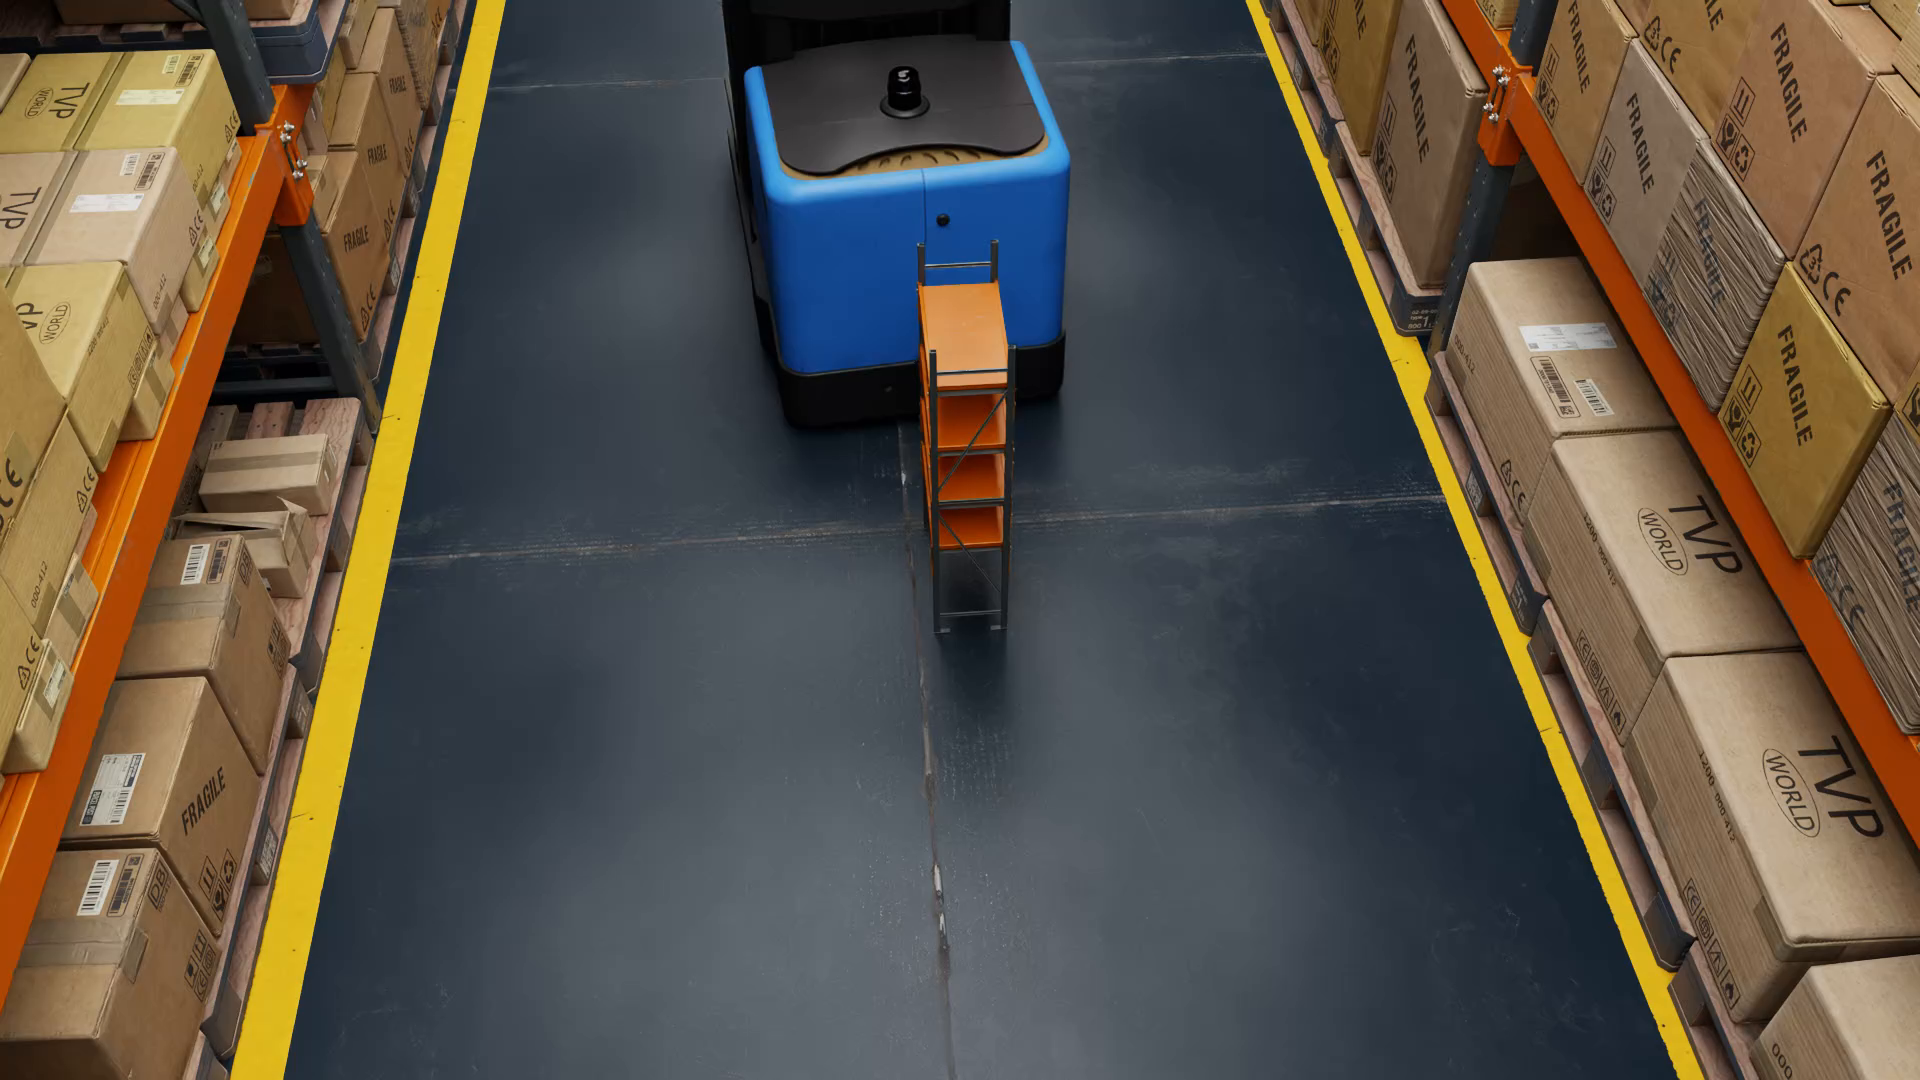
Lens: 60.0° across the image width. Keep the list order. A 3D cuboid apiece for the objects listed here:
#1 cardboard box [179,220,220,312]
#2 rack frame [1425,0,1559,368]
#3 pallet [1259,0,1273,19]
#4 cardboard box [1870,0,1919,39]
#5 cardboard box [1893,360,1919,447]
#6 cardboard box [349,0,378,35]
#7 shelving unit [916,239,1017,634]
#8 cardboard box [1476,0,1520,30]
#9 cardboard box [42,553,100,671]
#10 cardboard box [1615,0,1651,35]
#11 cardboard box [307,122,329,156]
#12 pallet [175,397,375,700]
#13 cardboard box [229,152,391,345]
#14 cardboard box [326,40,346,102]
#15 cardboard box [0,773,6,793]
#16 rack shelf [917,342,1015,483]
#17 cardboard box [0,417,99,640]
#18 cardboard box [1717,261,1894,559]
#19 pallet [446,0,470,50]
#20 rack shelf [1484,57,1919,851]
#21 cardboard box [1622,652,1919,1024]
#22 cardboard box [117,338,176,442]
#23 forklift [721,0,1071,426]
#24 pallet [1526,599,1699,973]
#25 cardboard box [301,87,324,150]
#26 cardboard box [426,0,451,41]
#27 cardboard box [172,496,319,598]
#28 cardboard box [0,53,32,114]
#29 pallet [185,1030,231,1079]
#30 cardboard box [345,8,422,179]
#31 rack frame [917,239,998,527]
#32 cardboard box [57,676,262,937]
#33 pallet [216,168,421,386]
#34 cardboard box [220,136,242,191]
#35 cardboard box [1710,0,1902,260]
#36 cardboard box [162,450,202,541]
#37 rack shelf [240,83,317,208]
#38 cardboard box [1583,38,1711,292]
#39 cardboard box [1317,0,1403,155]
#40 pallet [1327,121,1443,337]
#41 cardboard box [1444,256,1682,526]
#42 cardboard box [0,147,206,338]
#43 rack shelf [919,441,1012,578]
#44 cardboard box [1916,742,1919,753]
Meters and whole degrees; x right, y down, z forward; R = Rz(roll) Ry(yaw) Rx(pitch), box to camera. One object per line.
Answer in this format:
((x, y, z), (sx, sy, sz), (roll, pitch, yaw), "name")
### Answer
((-2.277, -0.753, 4.570), (0.380, 0.149, 0.250), (-2, 47, -2), "cardboard box")
((2.301, -1.732, 5.325), (1.000, 3.000, 0.127), (-3, 47, -3), "rack frame")
((1.958, -3.093, 8.533), (1.003, 0.211, 1.213), (-3, 47, -3), "pallet")
((2.226, -1.168, 3.586), (0.380, 0.149, 0.250), (-4, 47, -3), "cardboard box")
((2.248, -0.285, 3.197), (0.500, 0.500, 0.500), (-4, 47, -4), "cardboard box")
((-2.581, -2.152, 6.708), (0.380, 0.149, 0.250), (-2, 47, -2), "cardboard box")
((0.014, -0.293, 5.201), (0.258, 1.200, 0.503), (-3, 47, -3), "shelving unit")
((2.013, -1.990, 5.672), (0.500, 0.250, 0.500), (-4, 47, -4), "cardboard box")
((-2.164, 0.174, 3.693), (0.380, 0.149, 0.250), (-3, 47, -2), "cardboard box")
((2.100, -1.751, 4.585), (0.500, 0.500, 0.500), (-3, 47, -3), "cardboard box")
((-2.510, -1.407, 6.002), (0.380, 0.149, 0.250), (-5, 47, -4), "cardboard box")
((-2.588, 0.028, 5.578), (1.003, 0.211, 1.213), (-3, 47, -3), "pallet")
((-2.461, -1.076, 6.136), (0.500, 0.500, 0.500), (-2, 47, -2), "cardboard box")
((-2.579, -1.790, 6.365), (0.380, 0.149, 0.250), (-4, 47, -4), "cardboard box")
((-2.176, 0.550, 3.336), (0.380, 0.149, 0.250), (-3, 47, -3), "cardboard box")
((0.014, -0.400, 5.087), (0.258, 0.148, 0.480), (-3, 47, -3), "rack shelf")
((-2.231, -0.029, 3.610), (0.500, 0.250, 0.500), (-5, 47, -4), "cardboard box")
((2.196, -0.314, 3.913), (0.500, 0.500, 0.500), (-2, 47, -2), "cardboard box")
((-2.955, -2.821, 8.276), (1.003, 0.211, 1.213), (-3, 47, -3), "pallet")
((2.469, -0.038, 4.215), (1.077, 0.370, 4.000), (-3, 47, -3), "rack shelf")
((2.396, 0.765, 4.435), (0.875, 0.438, 0.875), (-2, 47, -2), "cardboard box")
((-2.232, -0.378, 4.215), (0.380, 0.149, 0.250), (-4, 47, -4), "cardboard box")
((-0.397, -2.511, 6.110), (1.130, 2.935, 3.031), (-8, 47, -7), "forklift")
((2.392, 0.666, 4.974), (1.003, 0.211, 1.213), (-3, 47, -3), "pallet")
((-2.479, -1.499, 5.884), (0.380, 0.149, 0.250), (-6, 47, -5), "cardboard box")
((-2.652, -2.573, 7.553), (0.500, 0.500, 0.500), (-2, 47, -2), "cardboard box")
((-2.275, 0.011, 5.267), (0.396, 0.266, 0.258), (-2, 47, -2), "cardboard box")
((-2.872, -1.104, 4.628), (0.500, 0.250, 0.500), (-4, 47, -4), "cardboard box")
((-2.384, 1.793, 3.906), (1.003, 0.211, 1.213), (-3, 47, -3), "pallet")
((-2.553, -1.822, 6.842), (0.500, 0.500, 0.500), (-5, 47, -4), "cardboard box")
((-0.007, -0.469, 5.368), (0.240, 1.200, 0.015), (-3, 47, -3), "rack frame")
((-2.244, 0.724, 4.431), (0.500, 0.500, 0.500), (-3, 47, -3), "cardboard box")
((-2.750, -1.055, 6.604), (1.003, 0.211, 1.213), (-3, 47, -3), "pallet")
((-2.366, -1.126, 4.924), (0.380, 0.149, 0.250), (-3, 47, -3), "cardboard box")
((2.168, -1.014, 3.887), (0.500, 0.500, 0.500), (-3, 47, -3), "cardboard box")
((-2.825, -0.155, 5.394), (0.500, 0.311, 0.500), (-2, 47, -2), "cardboard box")
((-2.812, -2.628, 6.668), (1.077, 0.370, 4.000), (-3, 47, -3), "rack shelf")
((2.118, -1.047, 4.607), (0.500, 0.500, 0.500), (-3, 47, -3), "cardboard box")
((2.086, -2.243, 6.982), (0.875, 0.875, 0.875), (-2, 47, -2), "cardboard box")
((2.162, -1.327, 6.862), (1.003, 0.211, 1.213), (-3, 47, -3), "pallet")
((2.247, -0.535, 5.666), (0.875, 0.438, 0.875), (-4, 47, -4), "cardboard box")
((-2.302, -0.763, 4.306), (0.500, 0.250, 0.500), (-3, 47, -3), "cardboard box")
((0.014, -0.110, 5.394), (0.258, 0.148, 0.480), (-3, 47, -3), "rack shelf")
((2.305, 0.430, 3.208), (0.500, 0.500, 0.500), (-4, 47, -4), "cardboard box")
